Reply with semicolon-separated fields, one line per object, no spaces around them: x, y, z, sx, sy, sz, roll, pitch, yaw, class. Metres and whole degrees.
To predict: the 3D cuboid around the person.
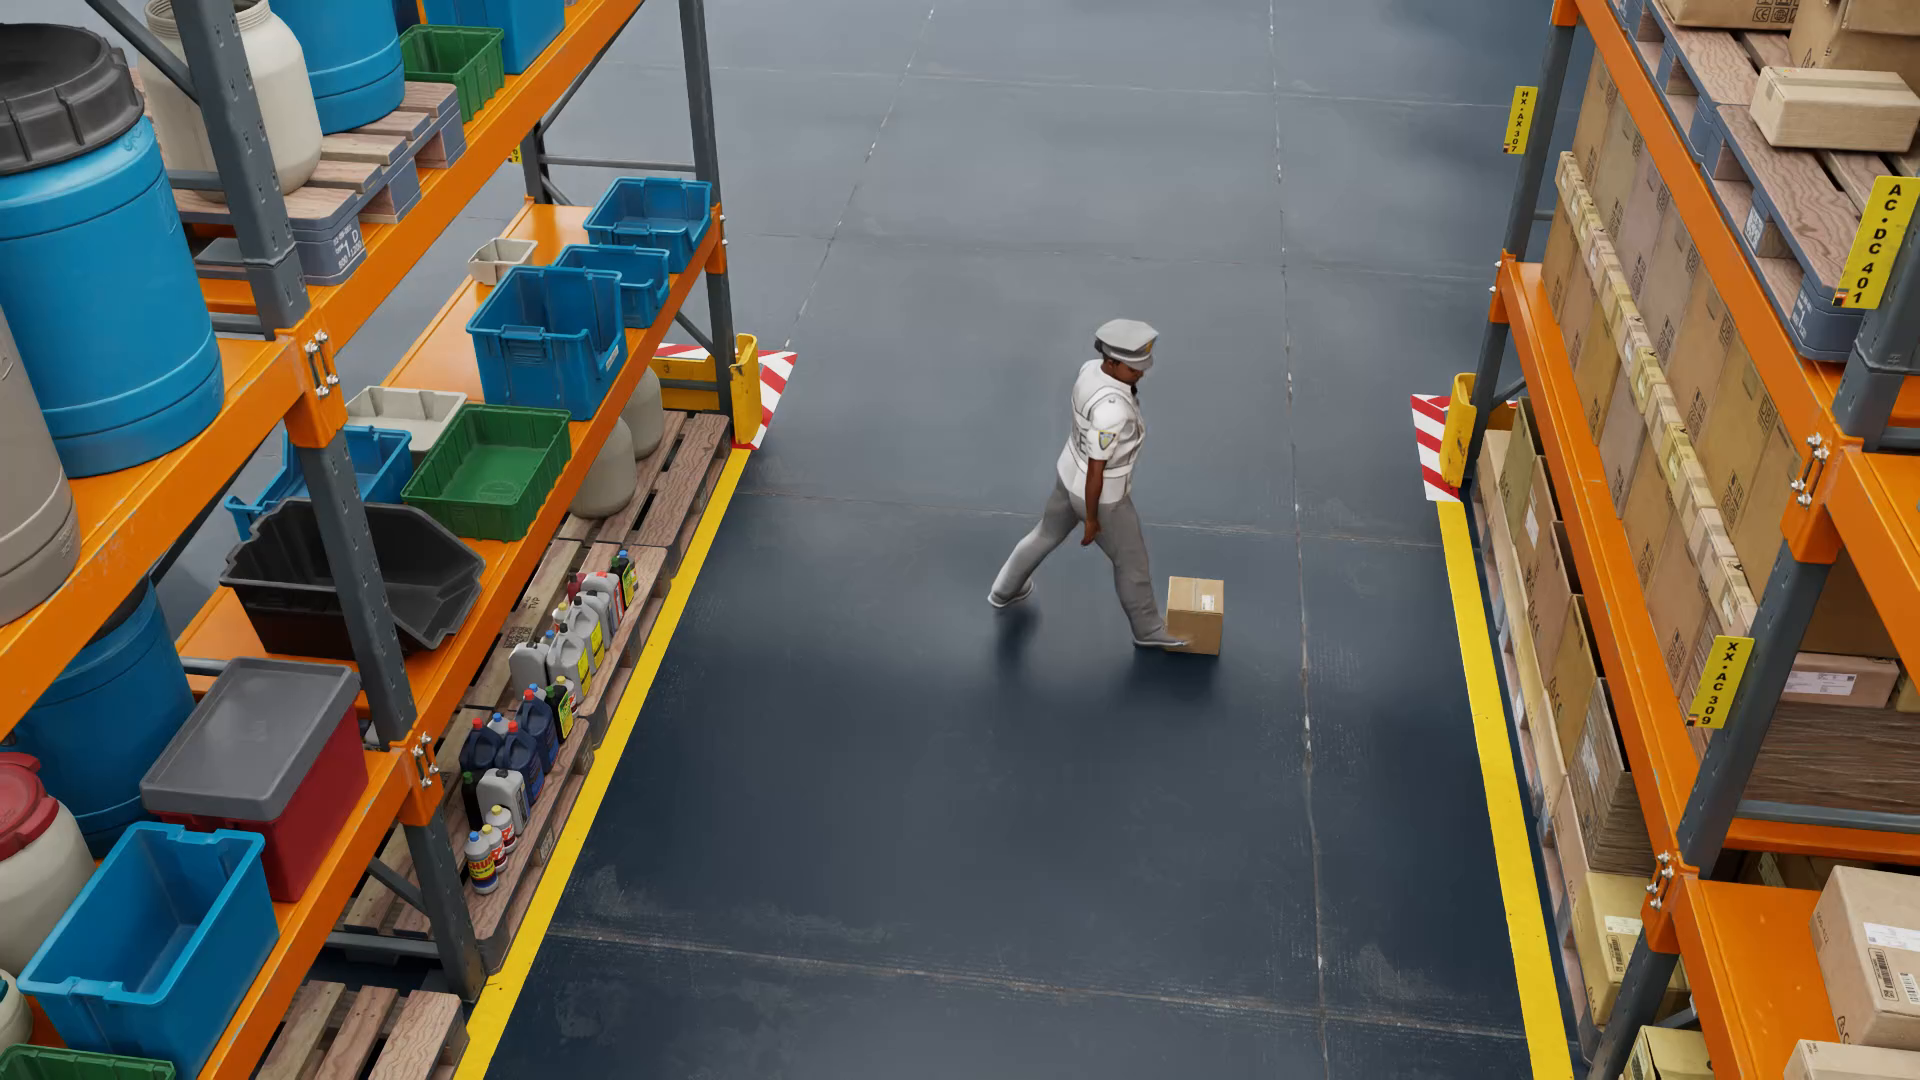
0.604;-0.271;7.414;0.912;1.619;0.606;-7;37;-9;person
